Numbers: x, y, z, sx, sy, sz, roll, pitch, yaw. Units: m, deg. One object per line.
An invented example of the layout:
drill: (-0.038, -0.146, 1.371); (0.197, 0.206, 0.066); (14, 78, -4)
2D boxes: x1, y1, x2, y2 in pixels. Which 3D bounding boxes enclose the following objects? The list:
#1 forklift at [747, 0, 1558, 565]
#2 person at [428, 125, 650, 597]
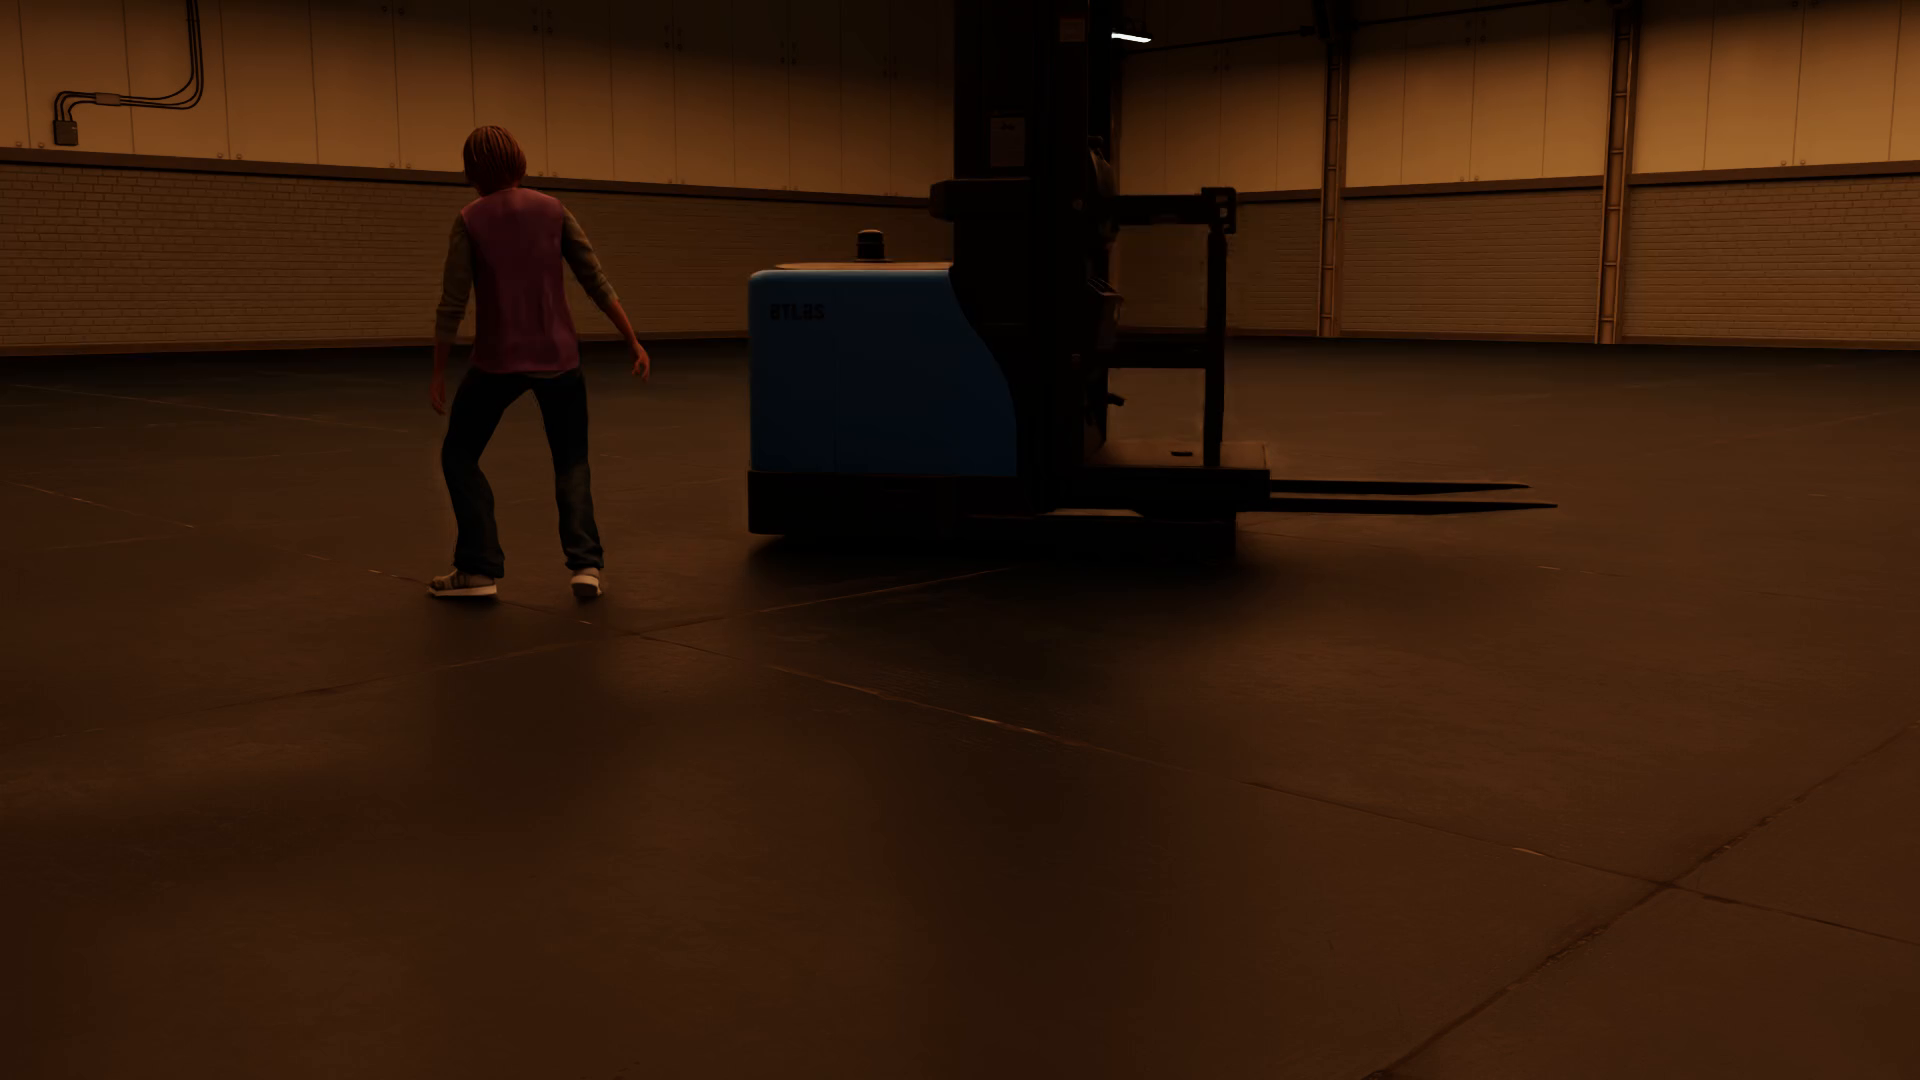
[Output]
forklift: (0.741, -1.442, 6.448); (3.031, 2.935, 1.130); (1, 9, 9)
person: (-1.385, -0.562, 5.436); (0.733, 1.547, 0.438); (-3, 9, -20)
